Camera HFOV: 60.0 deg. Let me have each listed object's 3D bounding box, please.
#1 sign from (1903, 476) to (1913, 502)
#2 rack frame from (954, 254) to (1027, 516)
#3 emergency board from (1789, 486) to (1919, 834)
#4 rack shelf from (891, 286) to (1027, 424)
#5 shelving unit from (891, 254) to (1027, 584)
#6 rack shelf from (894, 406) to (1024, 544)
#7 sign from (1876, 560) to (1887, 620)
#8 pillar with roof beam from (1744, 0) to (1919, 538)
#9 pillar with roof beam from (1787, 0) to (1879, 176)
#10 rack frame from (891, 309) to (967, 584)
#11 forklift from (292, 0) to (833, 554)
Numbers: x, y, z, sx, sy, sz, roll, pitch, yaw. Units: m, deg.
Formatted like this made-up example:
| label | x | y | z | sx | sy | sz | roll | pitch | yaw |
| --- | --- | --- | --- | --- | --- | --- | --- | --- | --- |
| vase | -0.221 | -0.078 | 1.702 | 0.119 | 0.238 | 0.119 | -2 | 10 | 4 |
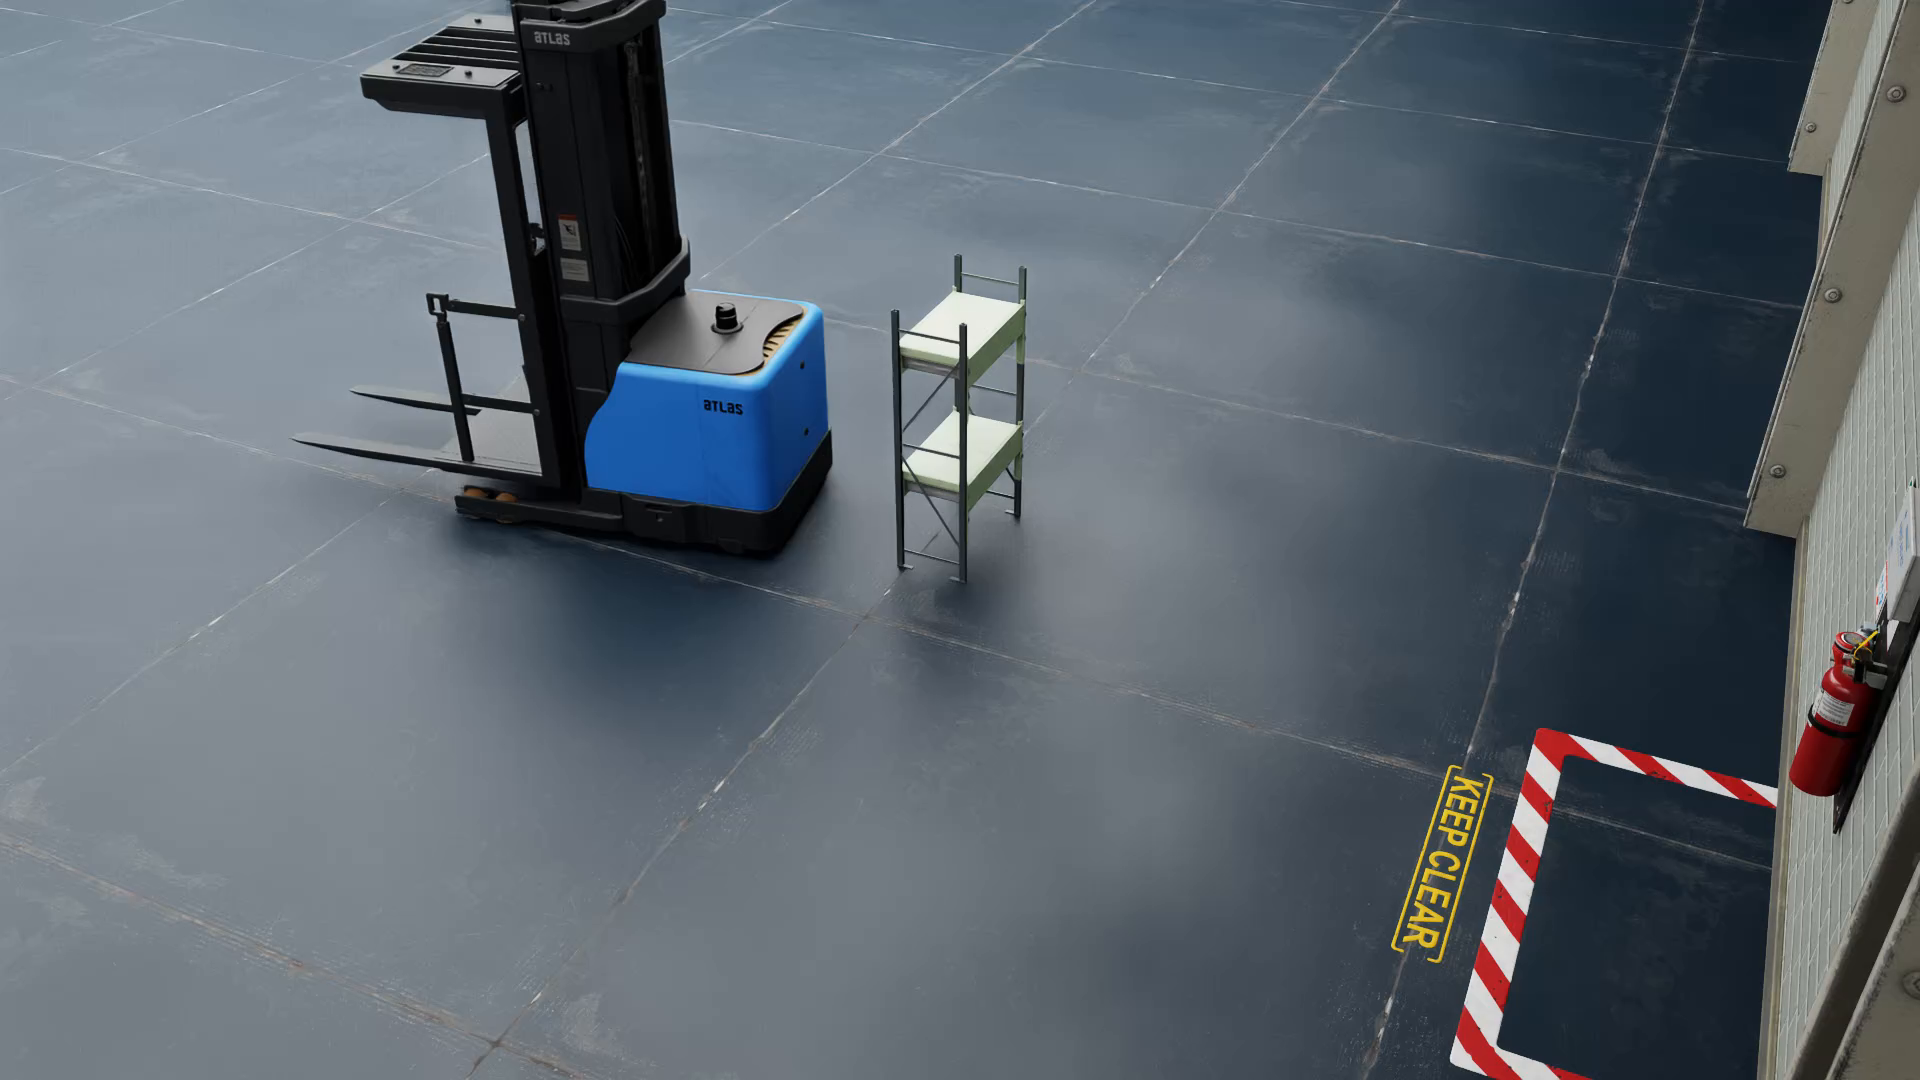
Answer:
| label | x | y | z | sx | sy | sz | roll | pitch | yaw |
| --- | --- | --- | --- | --- | --- | --- | --- | --- | --- |
| sign | 3.445 | -0.112 | 6.037 | 0.001 | 0.109 | 0.331 | 14 | 36 | 20 |
| rack frame | 0.156 | -0.813 | 8.990 | 0.400 | 1.500 | 0.023 | 14 | 36 | 20 |
| emergency board | 3.130 | 0.376 | 5.809 | 0.194 | 1.169 | 0.643 | 14 | 36 | 20 |
| rack shelf | 0.003 | -0.957 | 8.498 | 0.431 | 0.370 | 0.720 | 14 | 36 | 20 |
| shelving unit | 0.003 | -0.631 | 8.712 | 0.431 | 1.500 | 0.755 | 14 | 36 | 20 |
| rack shelf | 0.003 | -0.358 | 8.891 | 0.431 | 0.370 | 0.720 | 14 | 36 | 20 |
| sign | 3.455 | 0.110 | 6.183 | 0.001 | 0.329 | 0.234 | 14 | 36 | 20 |
| pillar with roof beam | 0.661 | -4.886 | 8.364 | 9.100 | 9.000 | 0.400 | 14 | 36 | 20 |
| pillar with roof beam | 3.172 | -7.875 | 12.921 | 9.100 | 9.000 | 0.400 | 14 | 36 | 20 |
| rack frame | -0.150 | -0.448 | 8.434 | 0.400 | 1.500 | 0.023 | 14 | 36 | 20 |
| forklift | -2.314 | -1.587 | 8.865 | 3.031 | 2.935 | 1.130 | 8 | 34 | 12 |
